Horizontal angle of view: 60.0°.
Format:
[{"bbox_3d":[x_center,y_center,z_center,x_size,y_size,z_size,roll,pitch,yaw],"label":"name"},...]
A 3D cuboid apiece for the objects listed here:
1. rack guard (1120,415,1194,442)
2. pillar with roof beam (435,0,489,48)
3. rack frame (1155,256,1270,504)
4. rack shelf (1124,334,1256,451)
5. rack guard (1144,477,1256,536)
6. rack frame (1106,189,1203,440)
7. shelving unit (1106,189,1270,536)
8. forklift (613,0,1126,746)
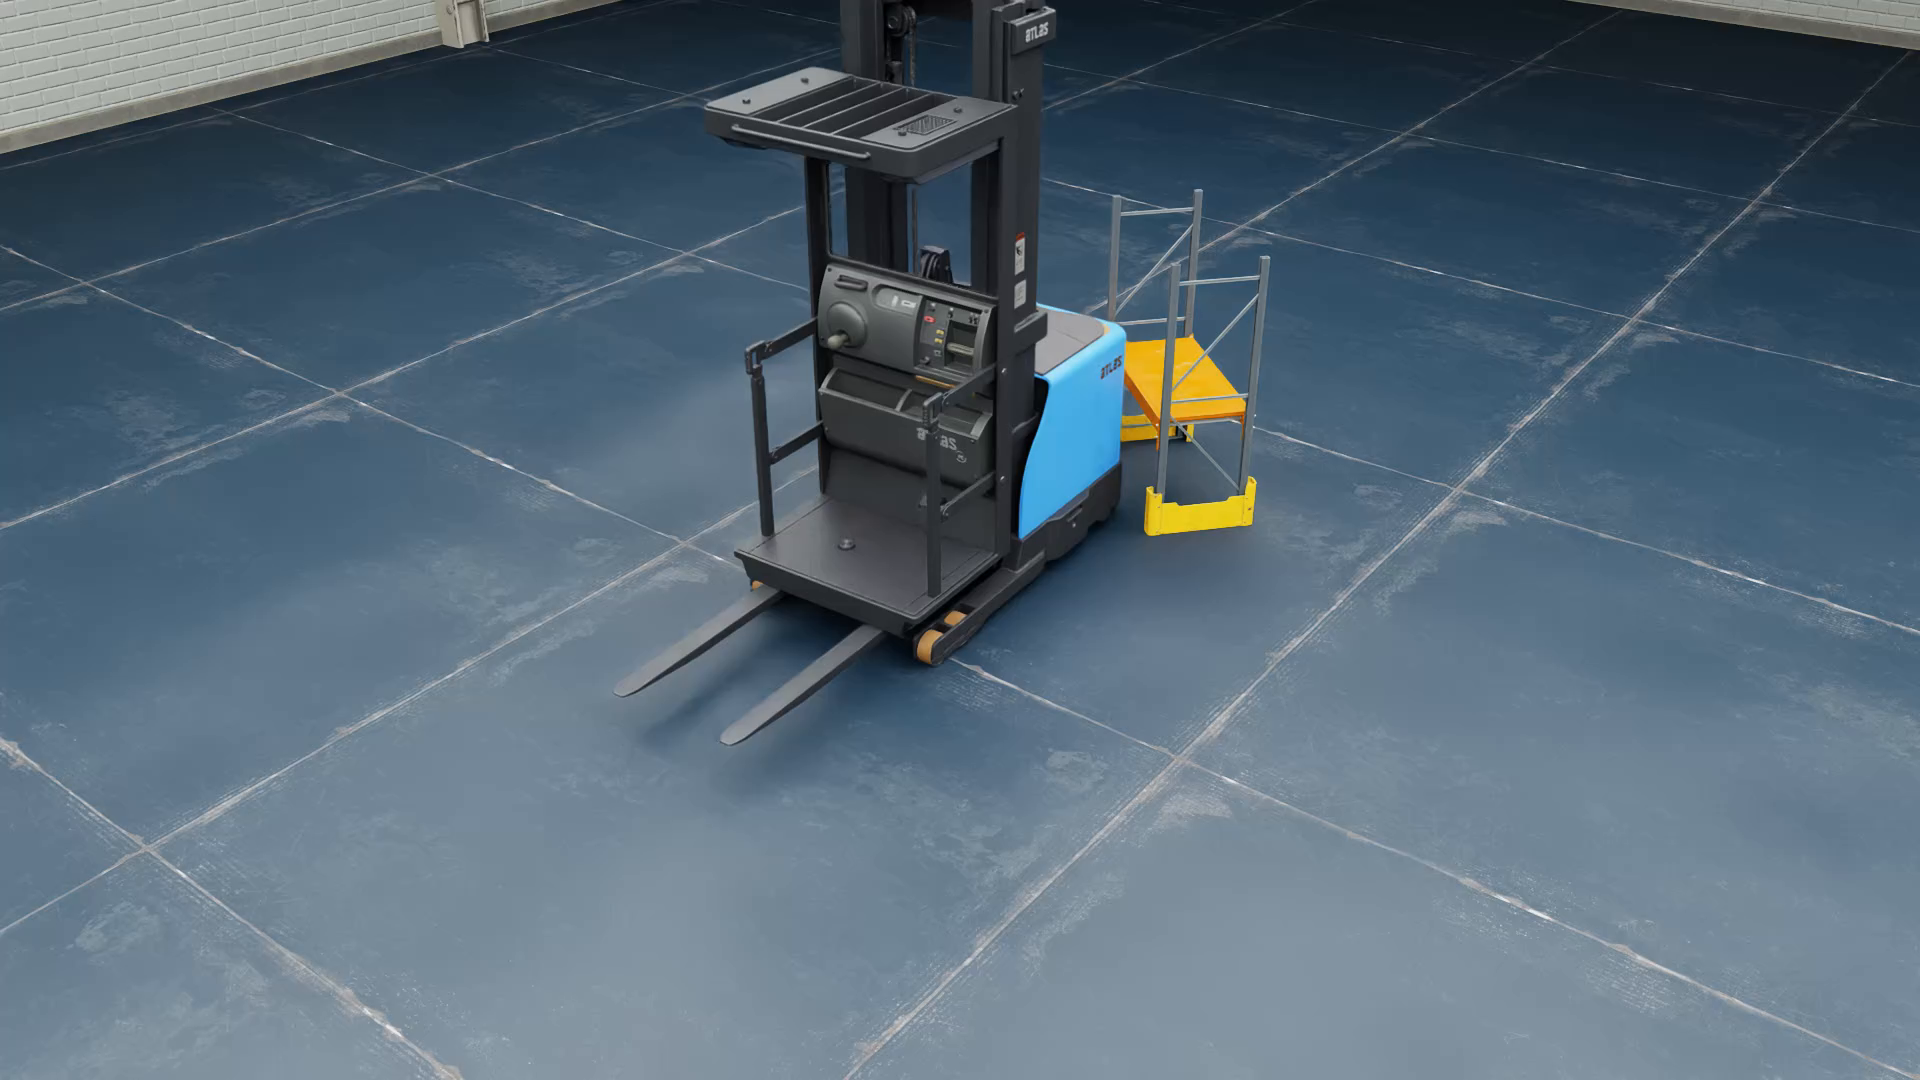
[{"bbox_3d":[1.070,-0.677,9.647,0.587,0.250,0.087,-6,31,-10],"label":"rack guard"},{"bbox_3d":[-1.823,-7.836,13.146,9.100,9.000,0.400,21,37,31],"label":"pillar with roof beam"},{"bbox_3d":[1.271,-0.717,8.488,0.500,1.500,0.032,-6,31,-10],"label":"rack frame"},{"bbox_3d":[1.169,-0.816,9.008,0.538,0.185,1.000,-6,31,-10],"label":"rack shelf"},{"bbox_3d":[1.271,-0.180,8.808,0.587,0.250,0.087,-6,31,-10],"label":"rack guard"},{"bbox_3d":[1.066,-1.224,9.345,0.500,1.500,0.032,-6,31,-10],"label":"rack frame"},{"bbox_3d":[1.170,-0.966,8.909,0.587,1.500,1.083,-6,31,-10],"label":"shelving unit"},{"bbox_3d":[-0.378,-0.952,7.482,1.130,2.935,3.031,19,36,29],"label":"forklift"}]
